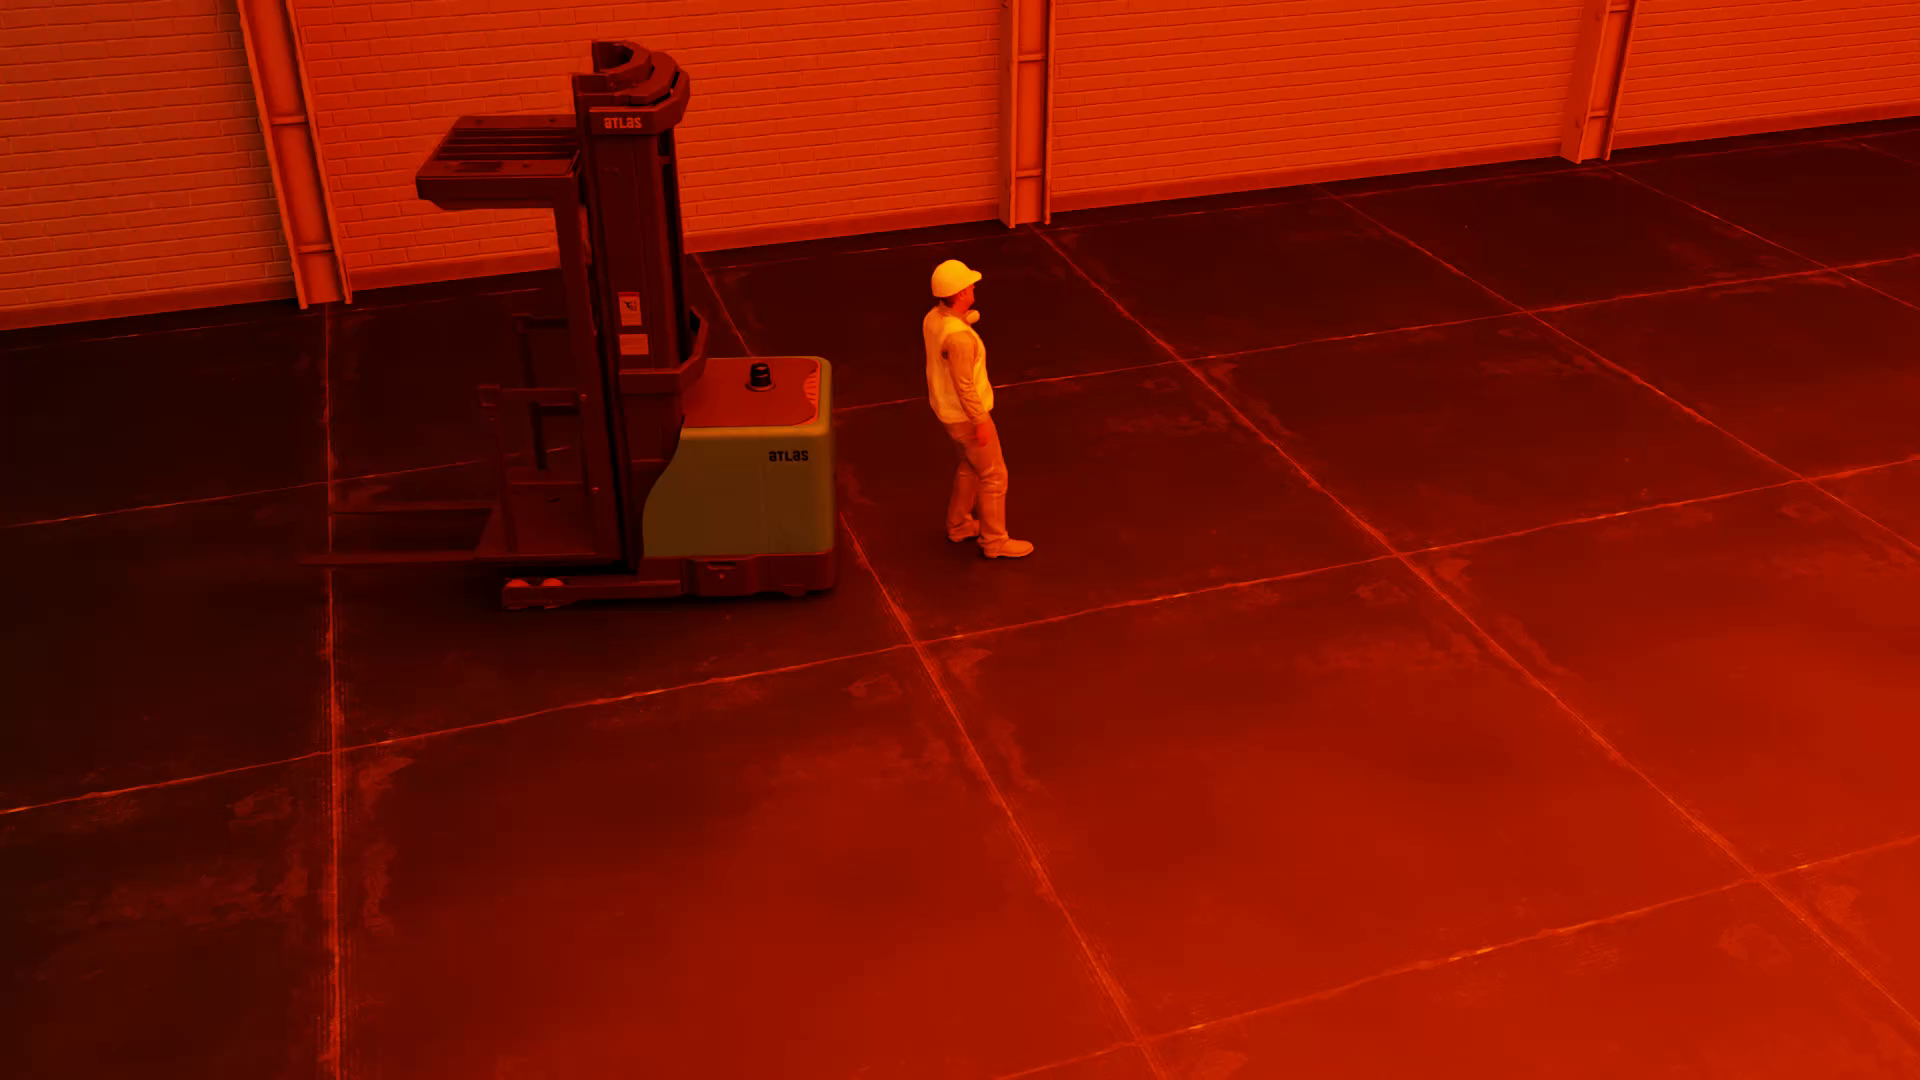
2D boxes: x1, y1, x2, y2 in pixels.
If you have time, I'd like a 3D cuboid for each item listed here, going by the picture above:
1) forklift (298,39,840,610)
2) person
[{"bbox_3d":[-2.230,-1.150,9.086,3.031,2.935,1.130,-1,30,-2],"label":"forklift"},{"bbox_3d":[0.092,-0.780,9.627,0.567,1.765,0.650,-8,31,-14],"label":"person"}]
